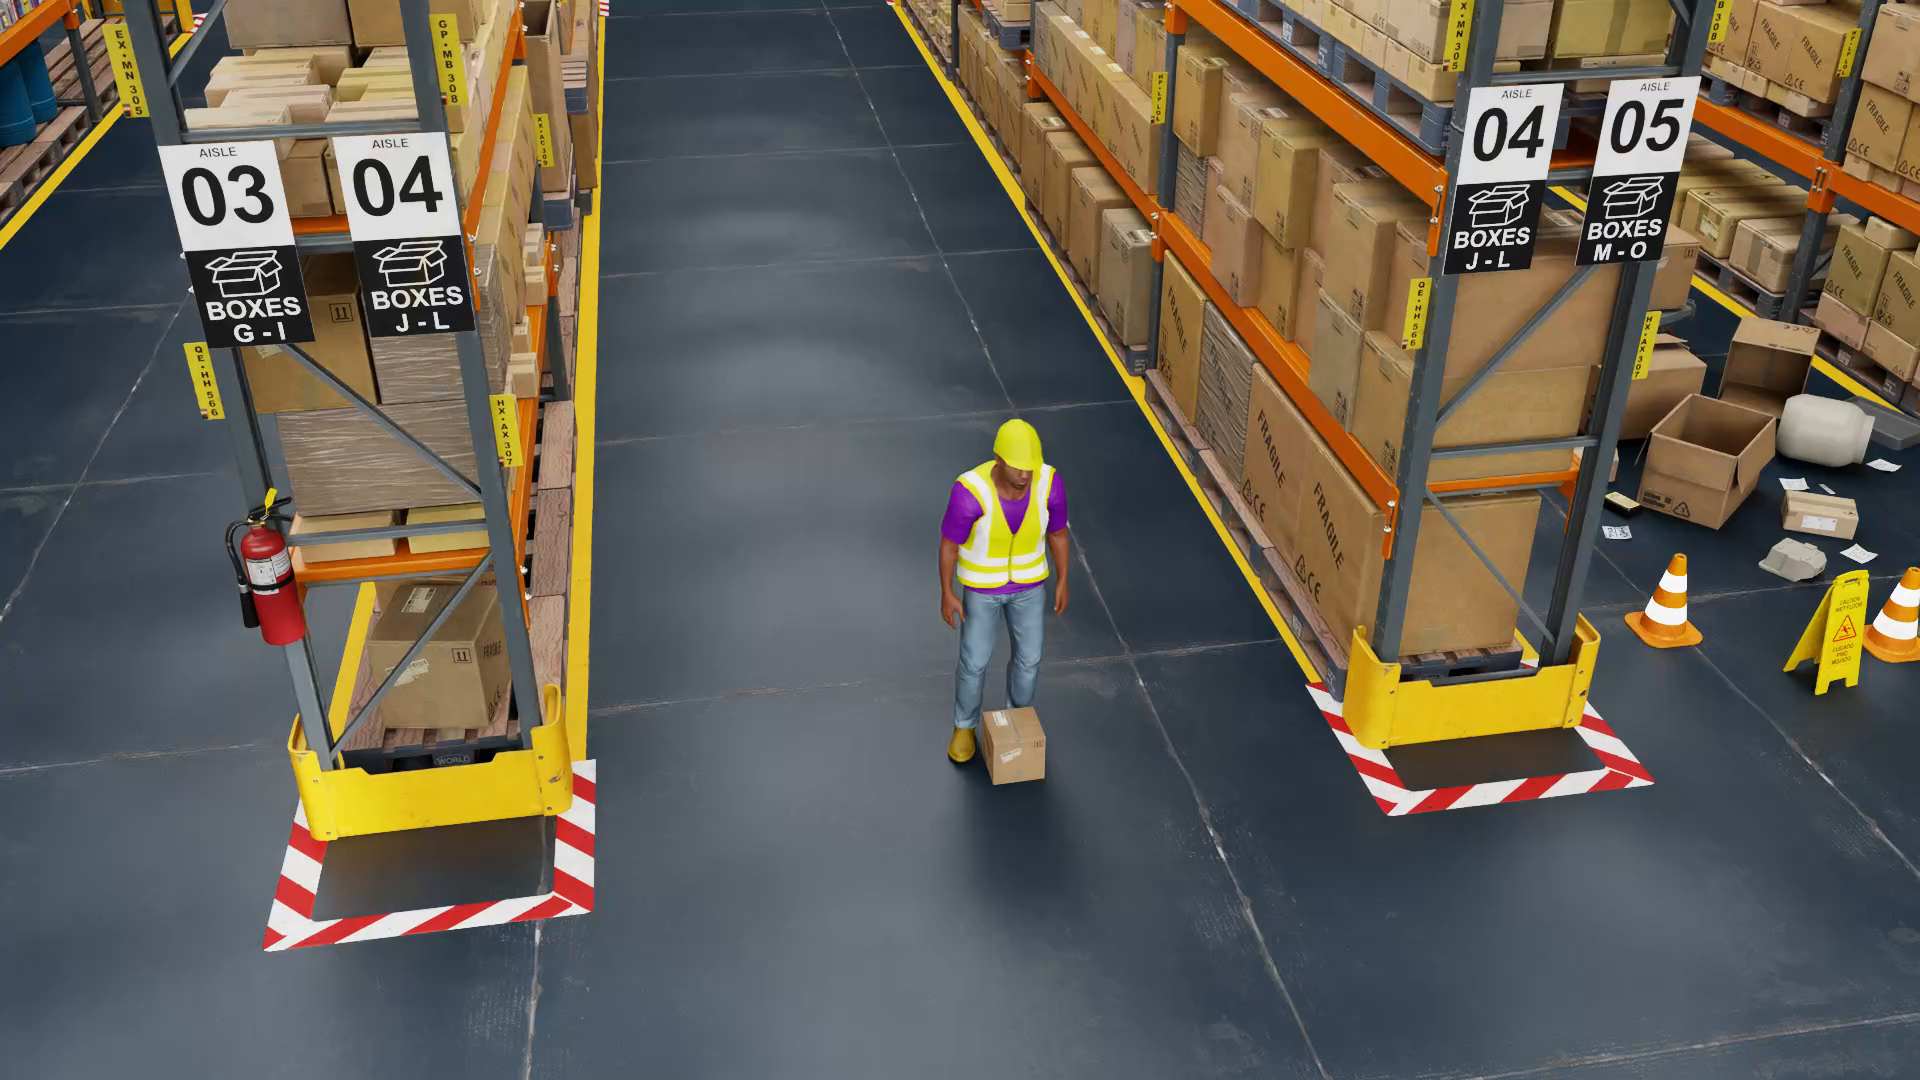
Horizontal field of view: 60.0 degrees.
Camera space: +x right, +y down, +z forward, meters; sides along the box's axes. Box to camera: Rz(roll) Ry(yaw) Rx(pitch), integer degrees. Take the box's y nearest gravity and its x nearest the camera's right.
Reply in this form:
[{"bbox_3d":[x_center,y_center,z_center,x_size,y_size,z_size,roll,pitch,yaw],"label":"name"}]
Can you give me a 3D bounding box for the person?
[{"bbox_3d":[0.214,0.219,7.749,0.633,1.759,0.462,-7,31,-12],"label":"person"}]
